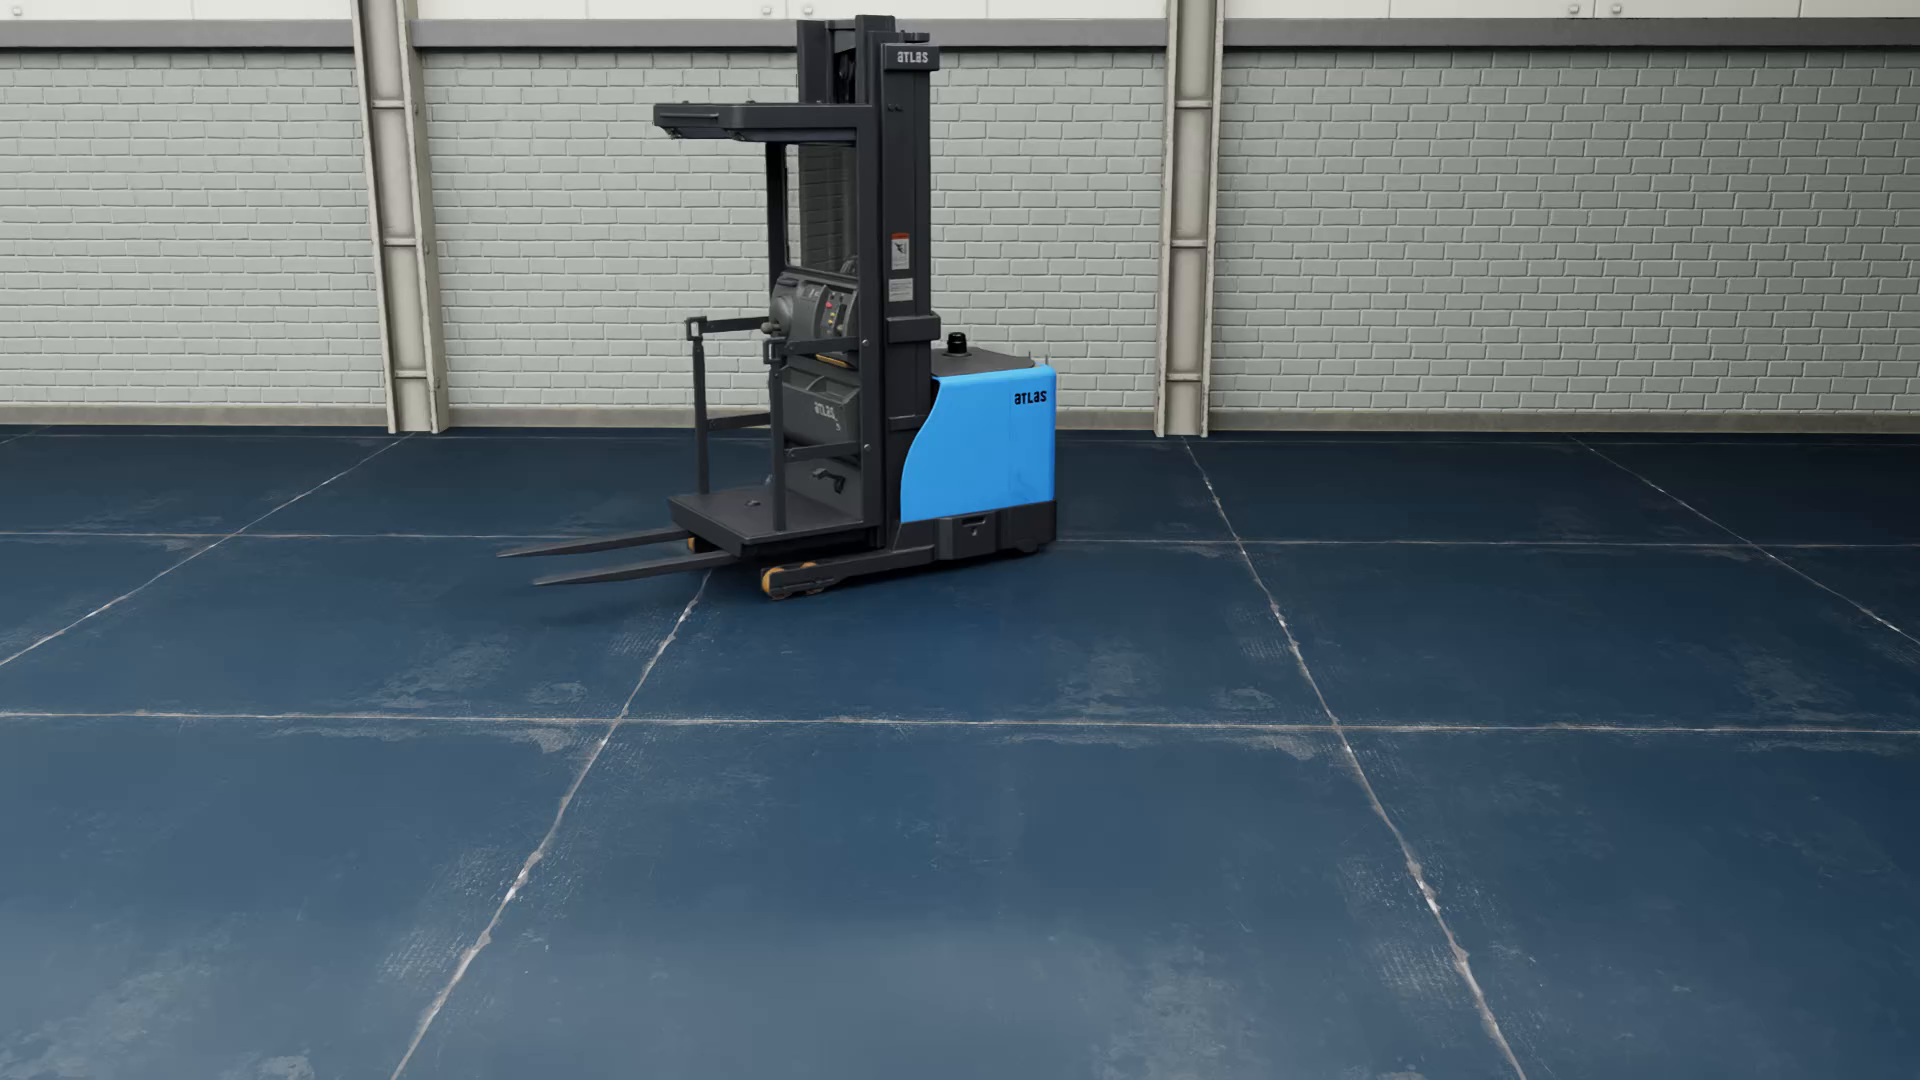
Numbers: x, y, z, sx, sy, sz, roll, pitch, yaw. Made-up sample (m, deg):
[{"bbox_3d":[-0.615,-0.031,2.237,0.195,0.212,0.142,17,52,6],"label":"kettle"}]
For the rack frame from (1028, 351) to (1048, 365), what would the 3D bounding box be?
[{"bbox_3d":[0.469,-0.616,10.118,0.008,1.050,0.200,-9,17,-31],"label":"rack frame"}]

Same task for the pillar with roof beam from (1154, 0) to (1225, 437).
[{"bbox_3d":[1.615,-4.090,7.701,0.400,9.000,9.100,0,15,1],"label":"pillar with roof beam"}]

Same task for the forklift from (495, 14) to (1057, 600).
[{"bbox_3d":[-0.967,-1.260,8.870,3.031,2.935,1.130,-9,17,-31],"label":"forklift"}]

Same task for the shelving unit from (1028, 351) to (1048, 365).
[{"bbox_3d":[0.365,-0.600,10.056,0.252,1.050,0.215,-9,17,-31],"label":"shelving unit"}]

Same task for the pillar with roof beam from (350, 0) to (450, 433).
[{"bbox_3d":[-4.383,-4.129,7.849,0.400,9.000,9.100,0,15,1],"label":"pillar with roof beam"}]
